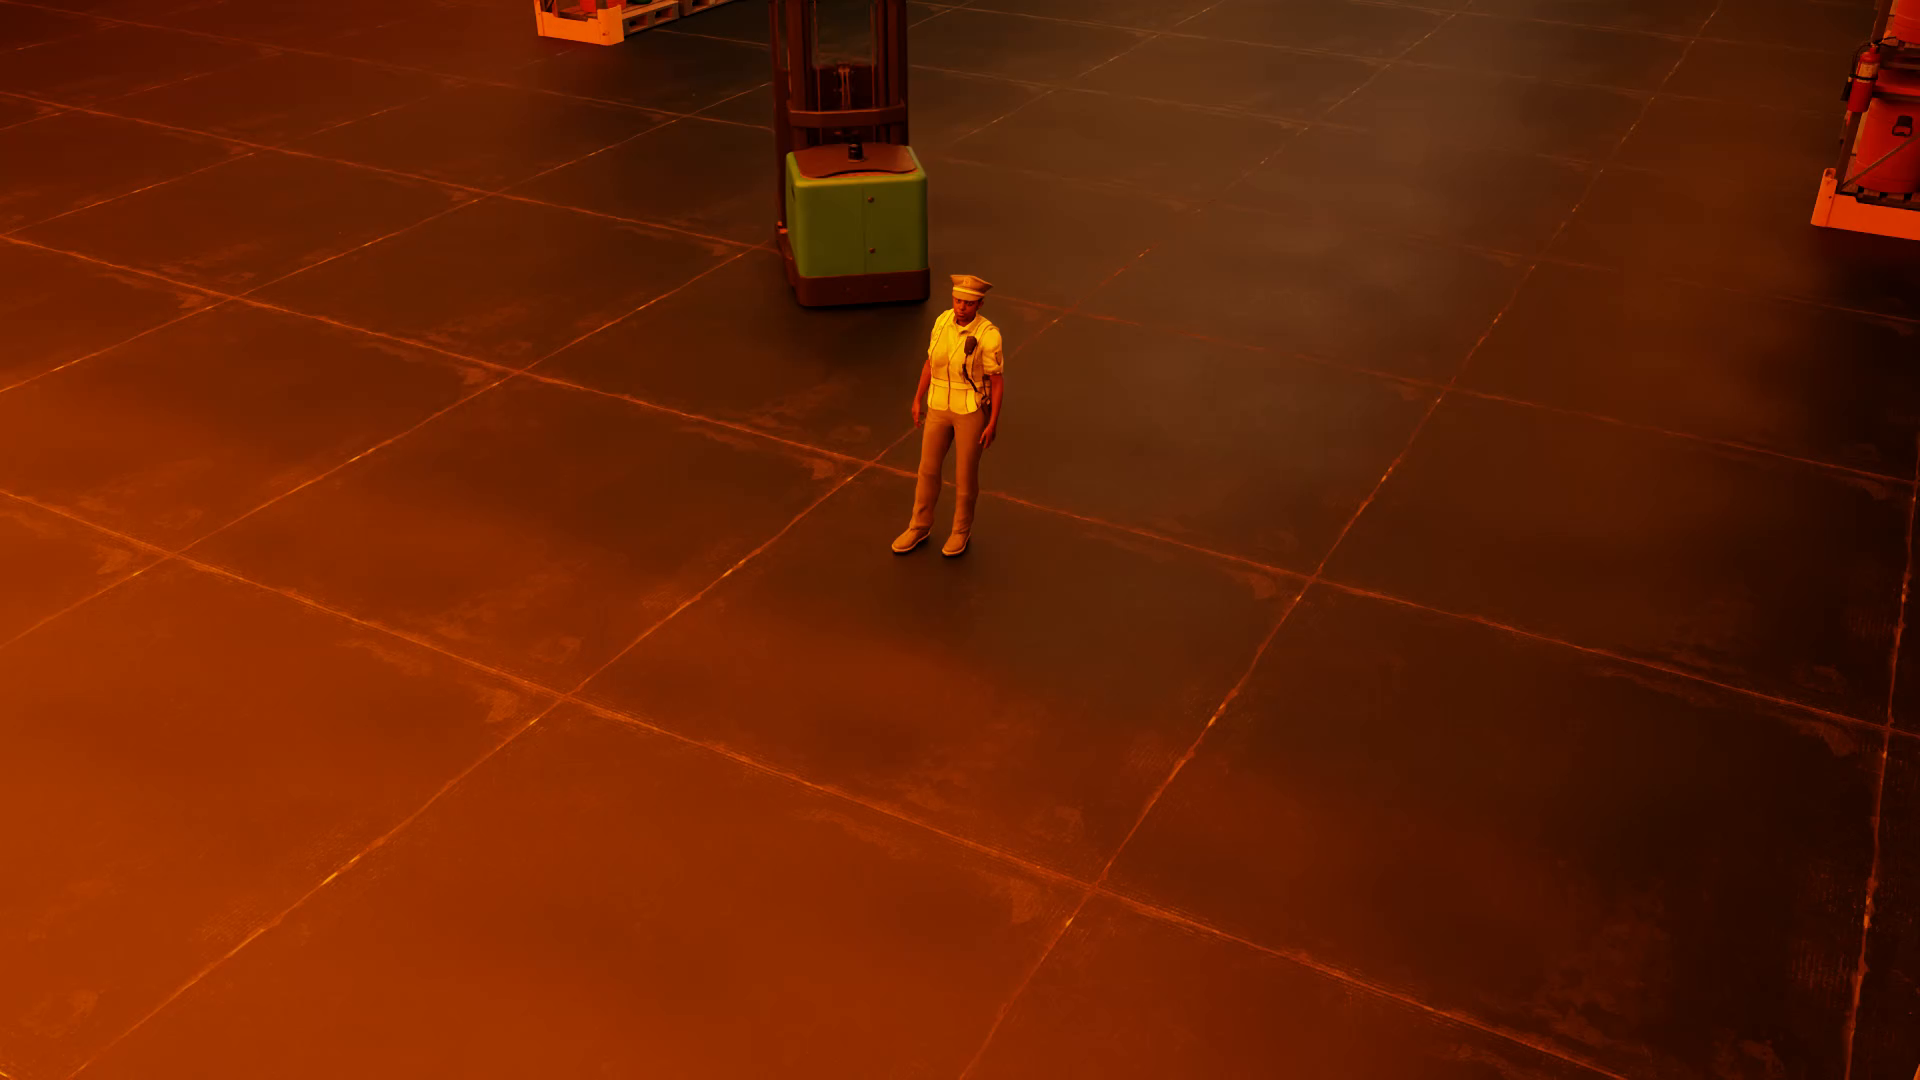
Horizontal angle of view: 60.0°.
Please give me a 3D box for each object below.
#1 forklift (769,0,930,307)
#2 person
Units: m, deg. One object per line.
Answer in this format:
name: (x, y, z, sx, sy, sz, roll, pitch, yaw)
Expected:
forklift: (-1.012, -3.816, 13.682, 1.130, 2.935, 3.031, -5, 30, -9)
person: (-0.054, -0.711, 9.528, 0.569, 1.693, 0.528, 15, 33, 25)
